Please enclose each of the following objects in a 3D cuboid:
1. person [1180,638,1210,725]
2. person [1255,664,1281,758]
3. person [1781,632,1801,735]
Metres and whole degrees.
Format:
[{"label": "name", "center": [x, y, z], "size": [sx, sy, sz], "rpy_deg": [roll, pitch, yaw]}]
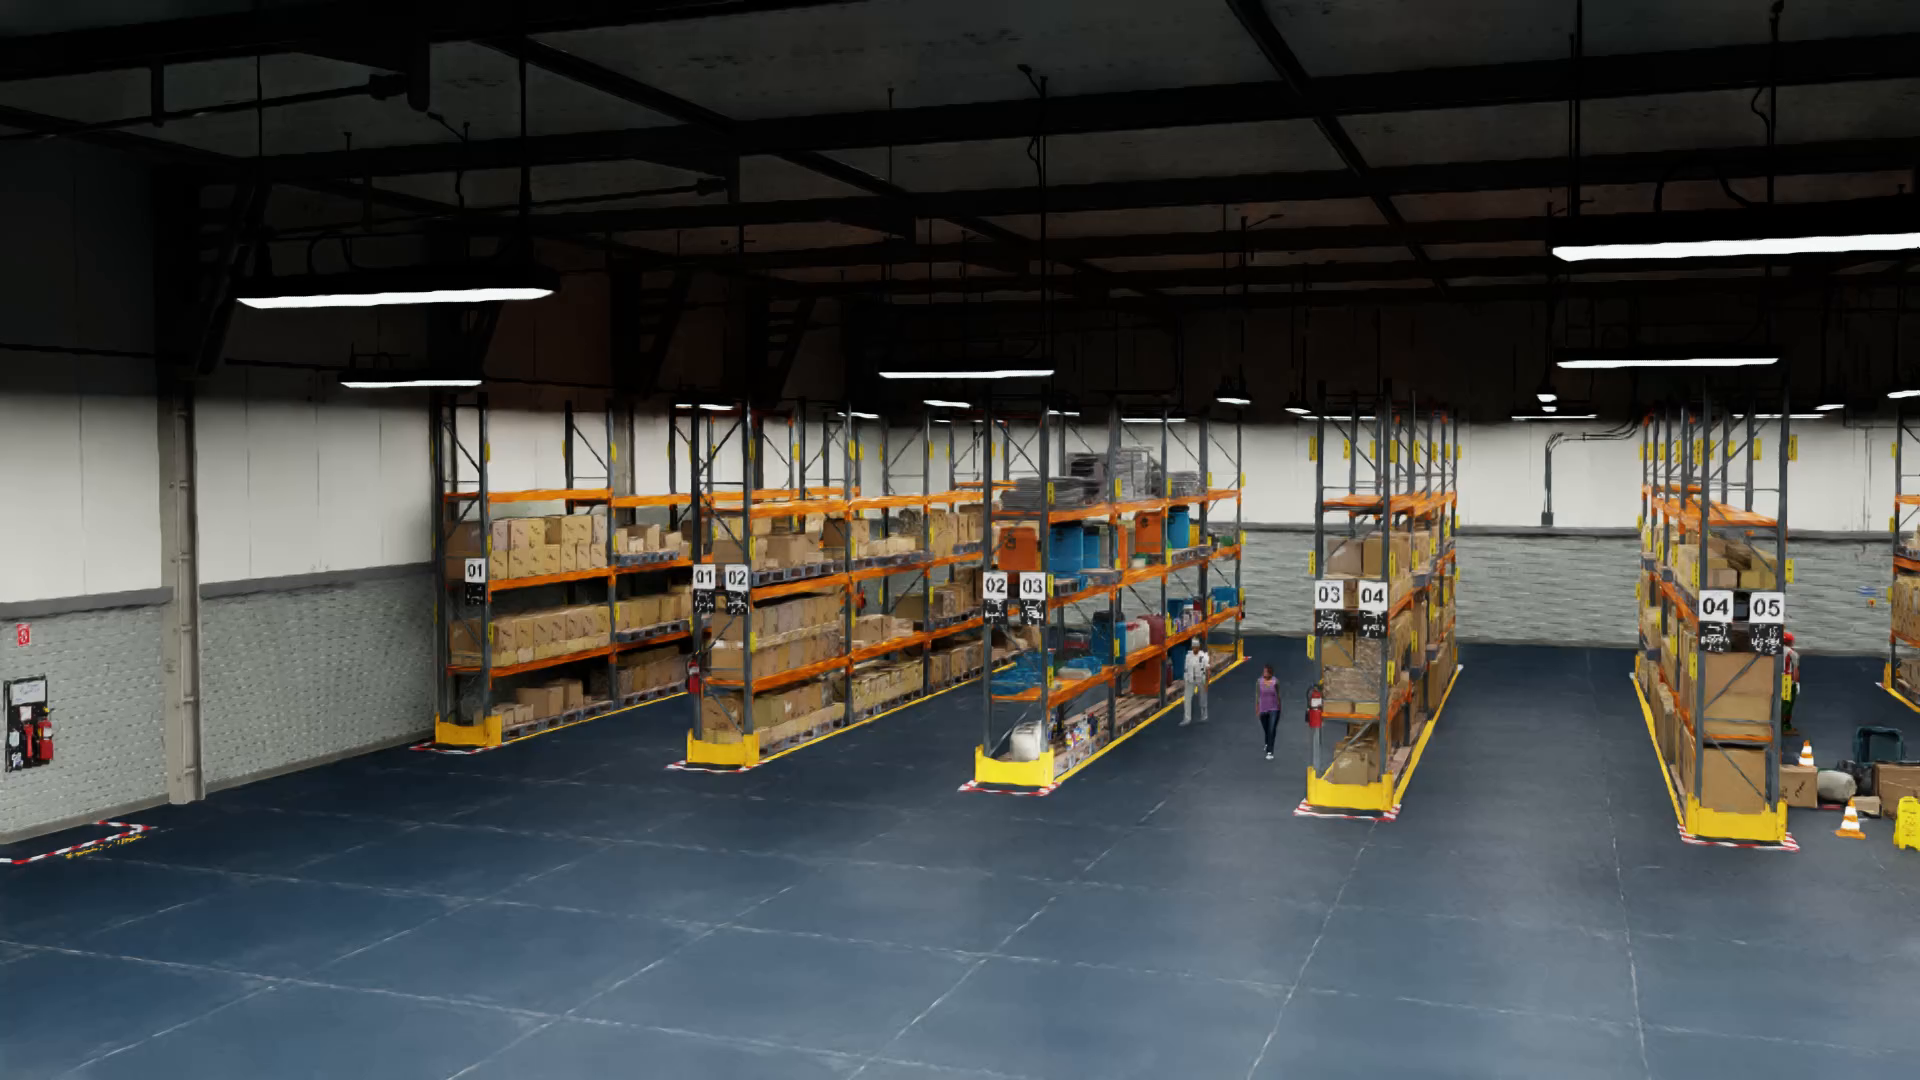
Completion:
[{"label": "person", "center": [4.342, 2.575, 30.460], "size": [0.481, 1.583, 1.093], "rpy_deg": [1, 3, 17]}, {"label": "person", "center": [5.043, 2.780, 27.280], "size": [0.417, 1.509, 1.037], "rpy_deg": [1, 3, 22]}, {"label": "person", "center": [14.671, 2.523, 29.435], "size": [0.442, 1.792, 0.606], "rpy_deg": [-1, 3, -12]}]
